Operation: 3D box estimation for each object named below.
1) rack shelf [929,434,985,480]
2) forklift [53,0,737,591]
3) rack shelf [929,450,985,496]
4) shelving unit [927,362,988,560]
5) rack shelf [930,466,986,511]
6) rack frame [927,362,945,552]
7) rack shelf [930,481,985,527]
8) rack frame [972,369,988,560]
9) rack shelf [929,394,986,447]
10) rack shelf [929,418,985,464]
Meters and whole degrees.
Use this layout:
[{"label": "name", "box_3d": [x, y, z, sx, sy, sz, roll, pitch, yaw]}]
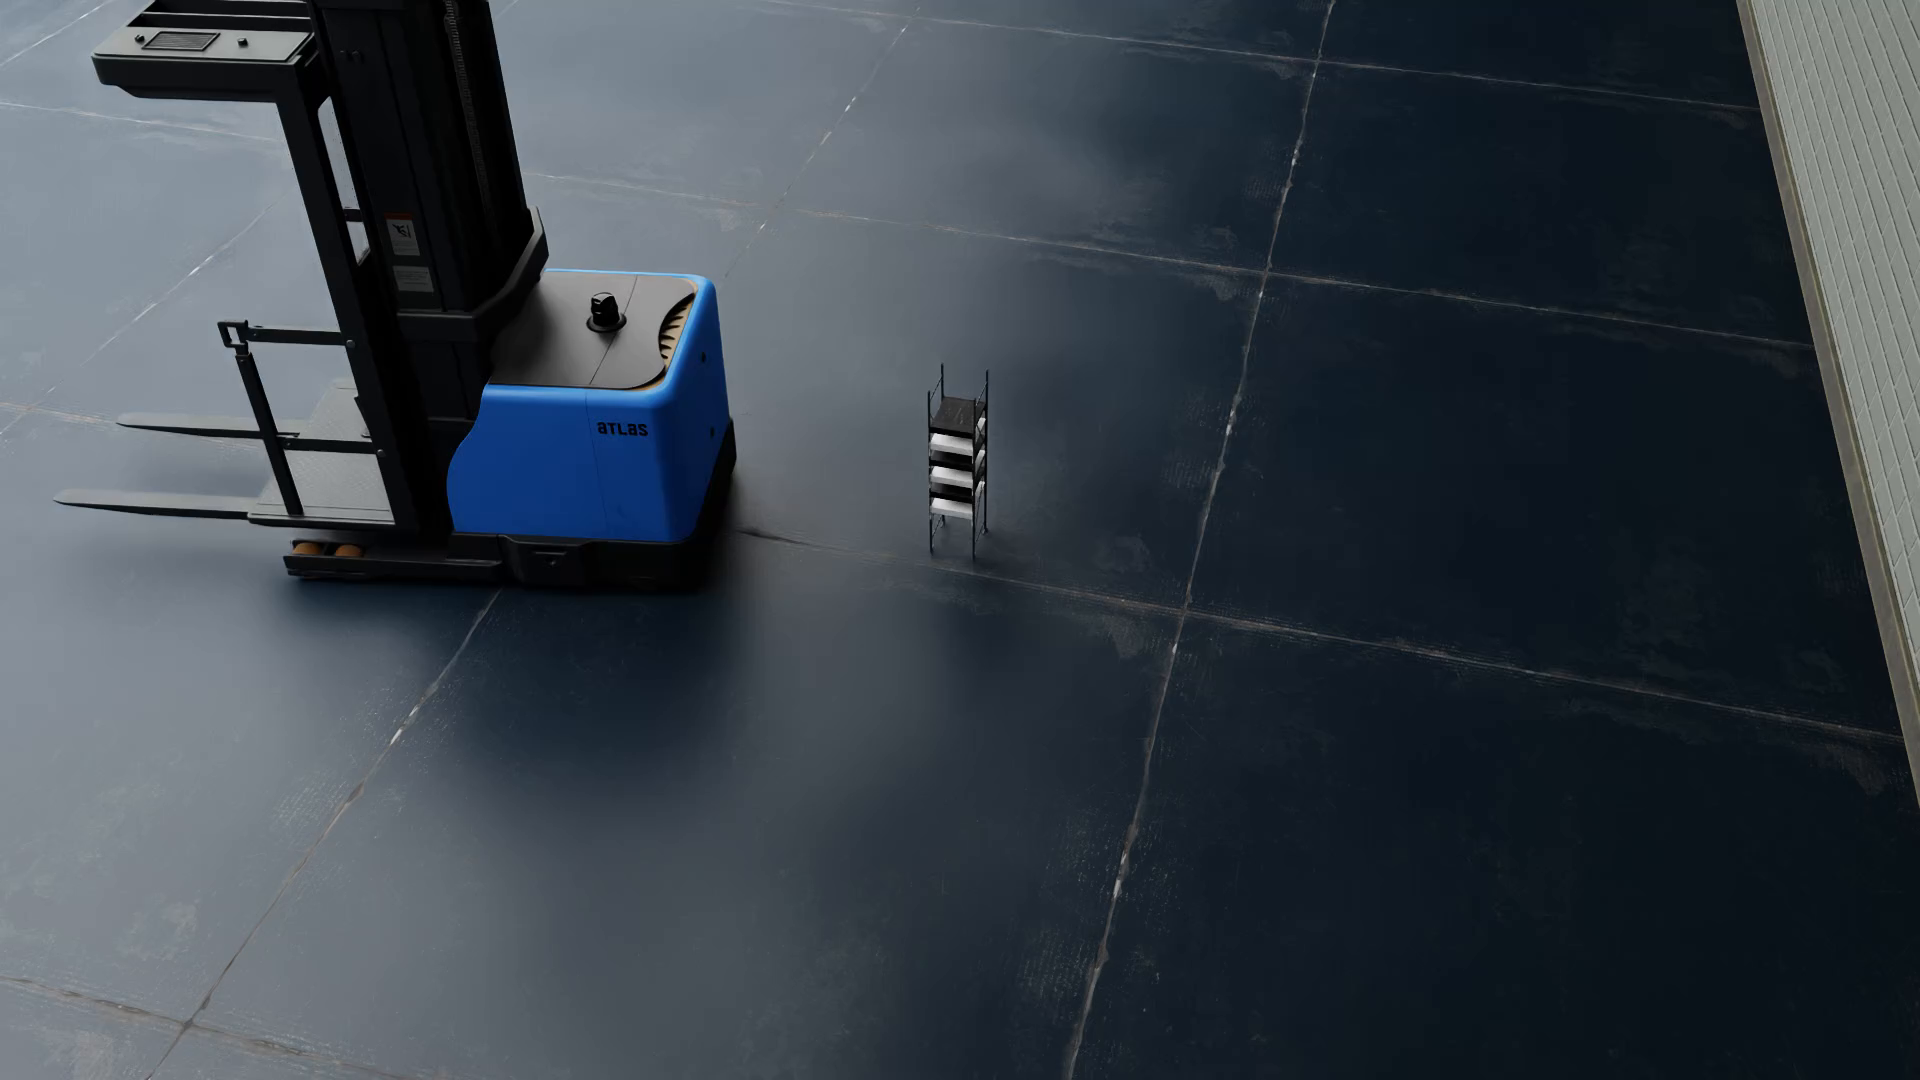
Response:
[{"label": "rack shelf", "box_3d": [-0.008, -0.389, 7.450, 0.200, 0.077, 0.258, 10, 41, 11]}, {"label": "forklift", "box_3d": [-2.637, -1.272, 7.010, 3.031, 2.935, 1.130, 3, 40, 3]}, {"label": "rack shelf", "box_3d": [-0.008, -0.320, 7.508, 0.200, 0.077, 0.258, 10, 41, 11]}, {"label": "shelving unit", "box_3d": [-0.008, -0.346, 7.487, 0.210, 0.900, 0.258, 10, 41, 11]}, {"label": "rack shelf", "box_3d": [-0.008, -0.252, 7.566, 0.200, 0.077, 0.258, 10, 41, 11]}, {"label": "rack frame", "box_3d": [-0.106, -0.363, 7.507, 0.006, 0.900, 0.240, 10, 41, 11]}, {"label": "rack shelf", "box_3d": [-0.008, -0.183, 7.624, 0.200, 0.077, 0.258, 10, 41, 11]}, {"label": "rack frame", "box_3d": [0.090, -0.329, 7.467, 0.006, 0.900, 0.240, 10, 41, 11]}, {"label": "rack shelf", "box_3d": [-0.008, -0.527, 7.335, 0.200, 0.077, 0.258, 10, 41, 11]}, {"label": "rack shelf", "box_3d": [-0.008, -0.458, 7.392, 0.200, 0.077, 0.258, 10, 41, 11]}]
